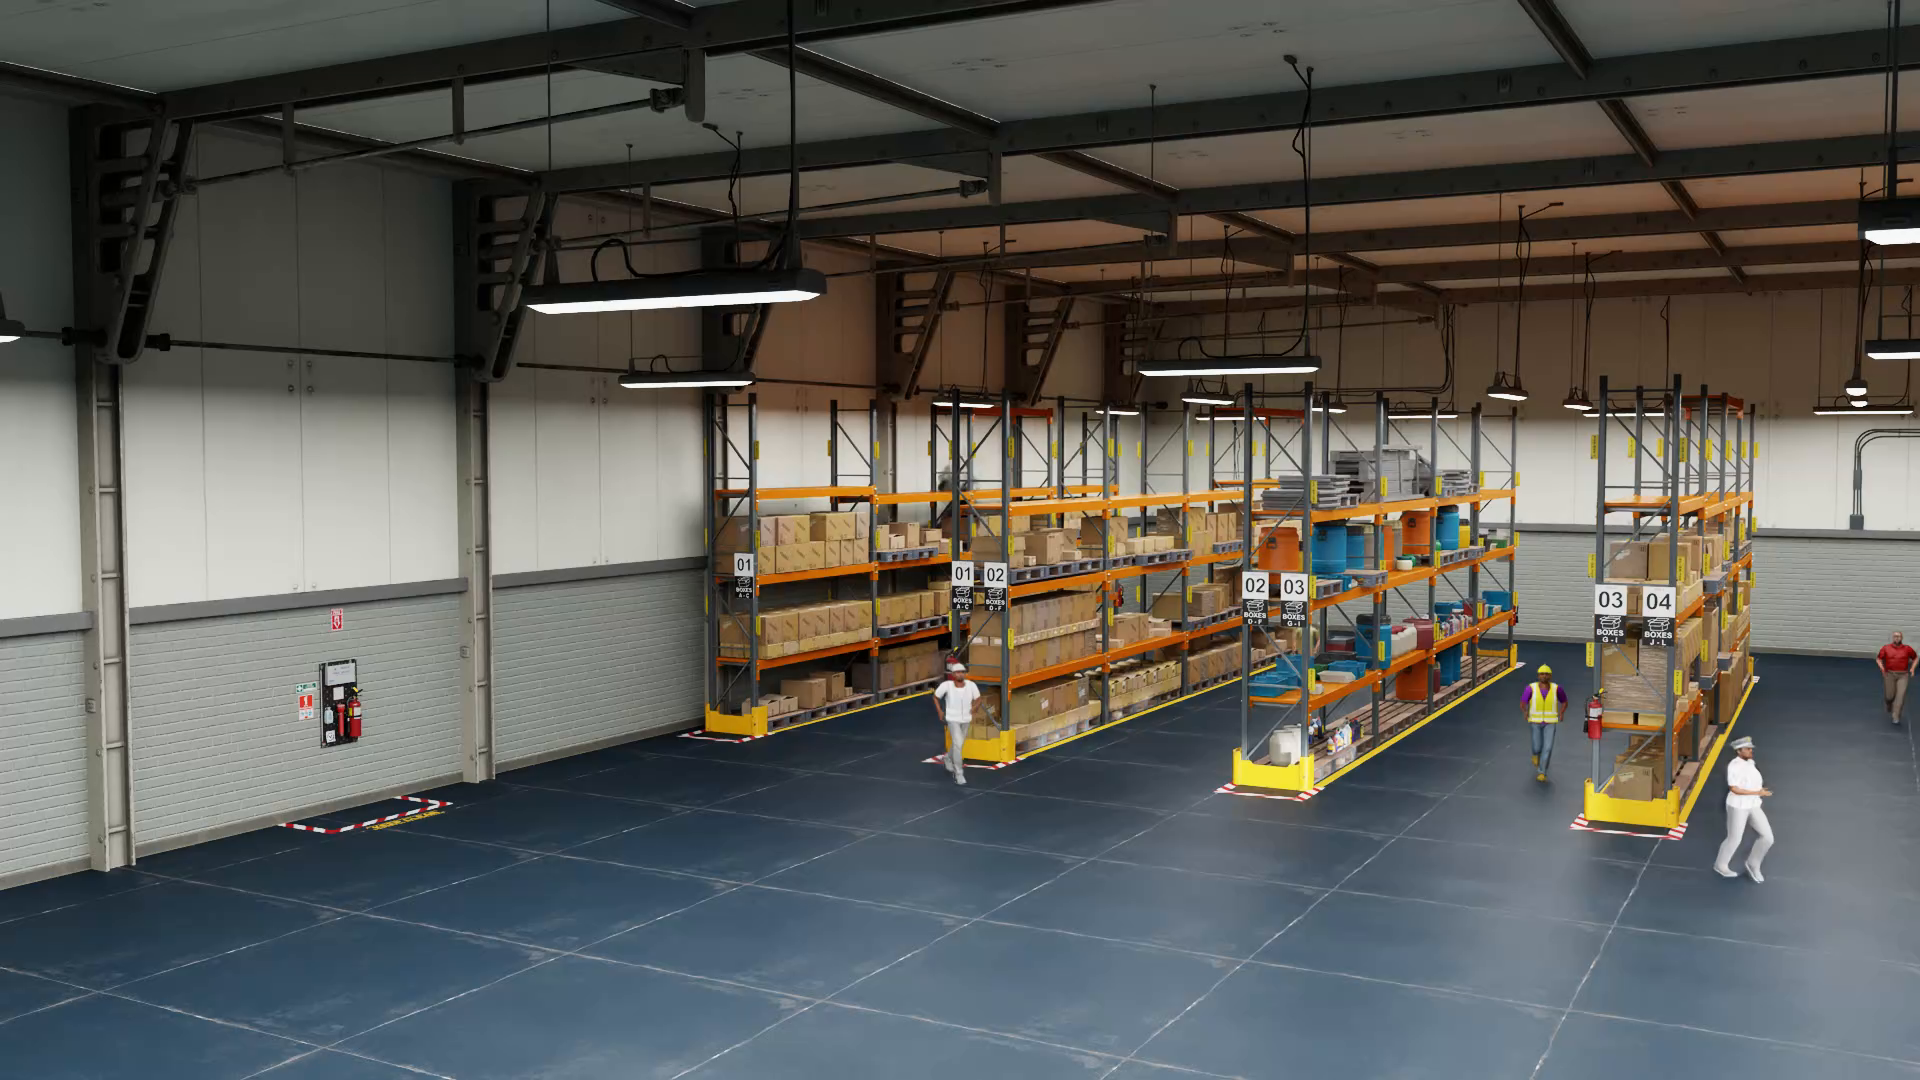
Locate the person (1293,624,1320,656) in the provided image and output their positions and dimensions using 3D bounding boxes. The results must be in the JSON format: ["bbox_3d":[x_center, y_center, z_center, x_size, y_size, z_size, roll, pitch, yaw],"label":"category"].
[{"bbox_3d":[7.173,2.341,34.388,0.569,1.621,0.622,1,3,14],"label":"person"}]

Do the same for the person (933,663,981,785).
[{"bbox_3d":[-0.019,2.741,25.202,0.706,1.774,0.919,-1,3,-24],"label":"person"}]

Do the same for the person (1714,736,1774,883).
[{"bbox_3d":[9.093,3.127,19.233,0.549,1.719,0.709,-1,3,-25],"label":"person"}]

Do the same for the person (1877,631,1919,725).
[{"bbox_3d":[17.214,2.519,30.537,0.677,1.685,0.835,2,3,28],"label":"person"}]

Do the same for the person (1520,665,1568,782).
[{"bbox_3d":[8.884,2.772,25.291,0.700,1.739,0.801,1,3,17],"label":"person"}]
